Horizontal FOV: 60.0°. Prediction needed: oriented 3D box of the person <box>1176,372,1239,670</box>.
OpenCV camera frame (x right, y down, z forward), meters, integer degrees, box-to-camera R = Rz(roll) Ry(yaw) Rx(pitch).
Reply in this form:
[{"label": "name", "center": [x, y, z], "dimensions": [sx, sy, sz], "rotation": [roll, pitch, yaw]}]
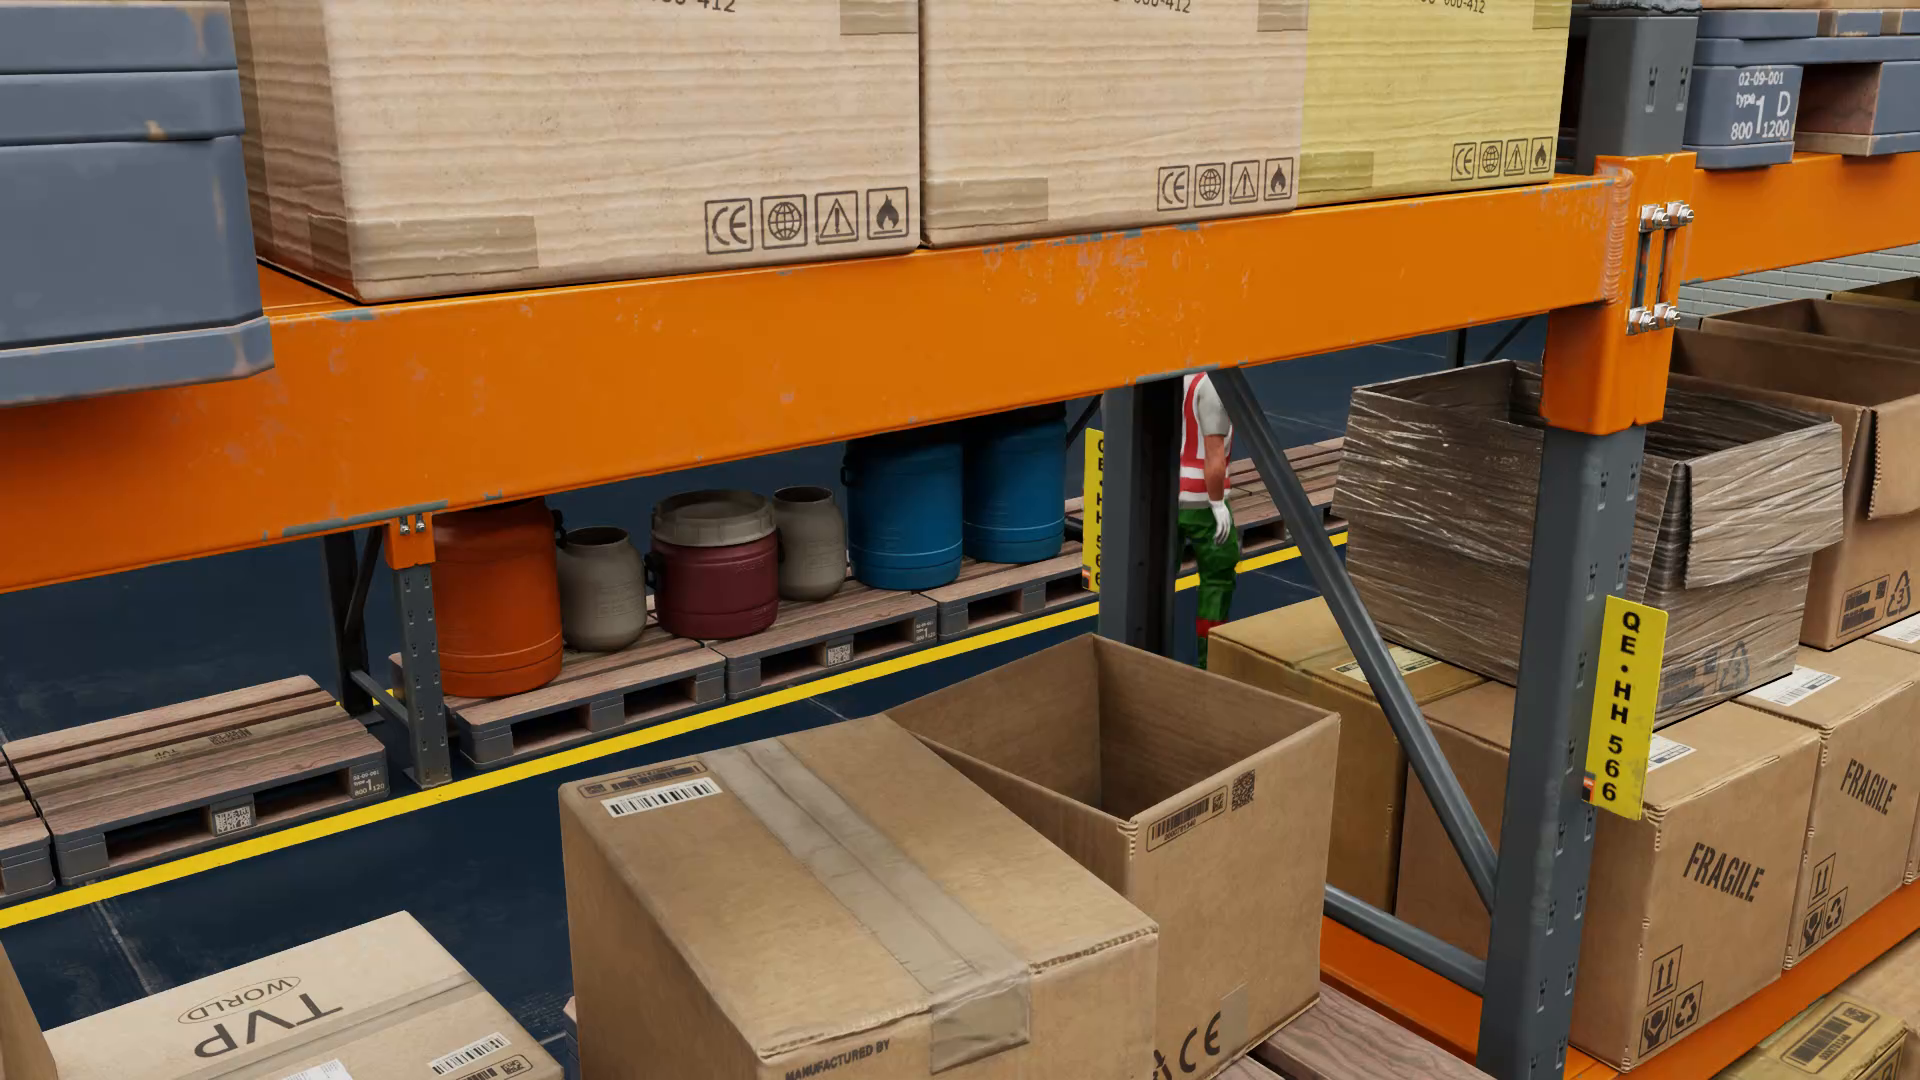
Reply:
[{"label": "person", "center": [1.010, -0.148, 7.527], "dimensions": [0.537, 1.836, 0.618], "rotation": [-12, 21, -33]}]
